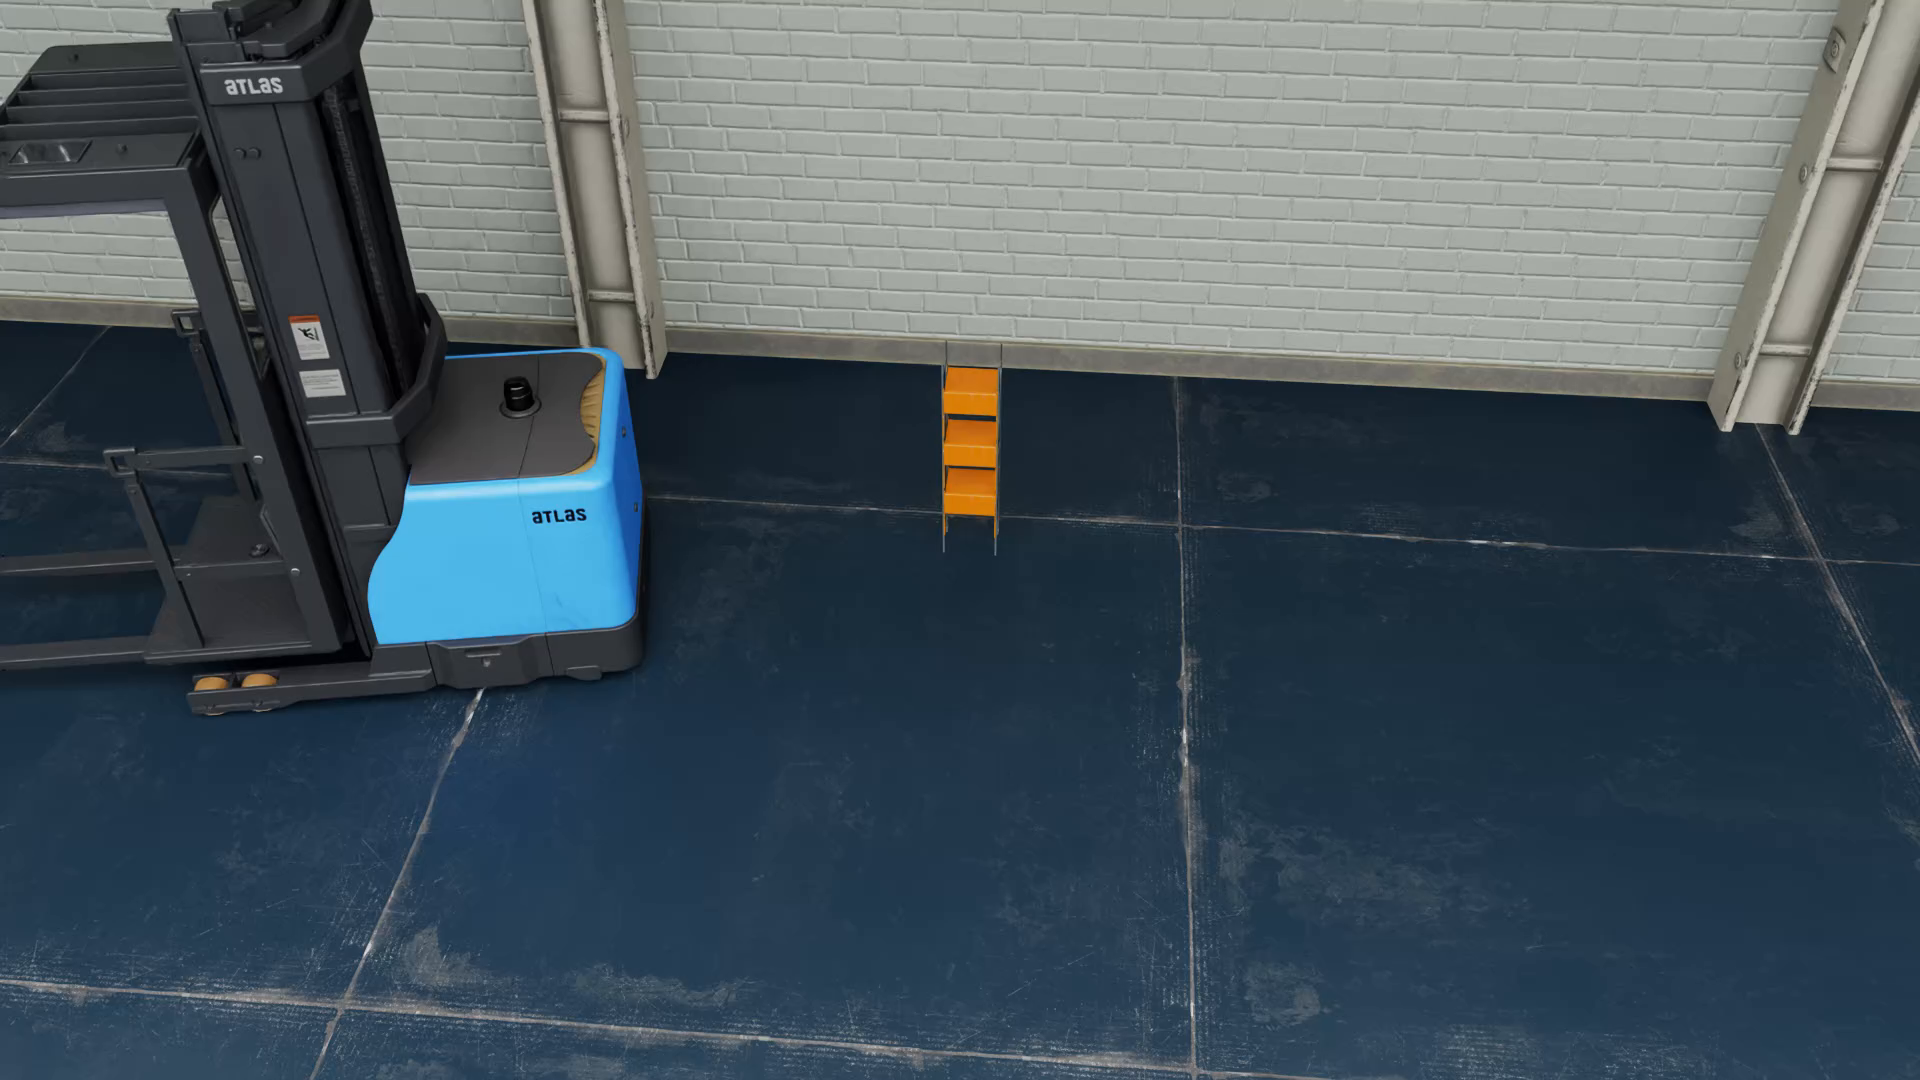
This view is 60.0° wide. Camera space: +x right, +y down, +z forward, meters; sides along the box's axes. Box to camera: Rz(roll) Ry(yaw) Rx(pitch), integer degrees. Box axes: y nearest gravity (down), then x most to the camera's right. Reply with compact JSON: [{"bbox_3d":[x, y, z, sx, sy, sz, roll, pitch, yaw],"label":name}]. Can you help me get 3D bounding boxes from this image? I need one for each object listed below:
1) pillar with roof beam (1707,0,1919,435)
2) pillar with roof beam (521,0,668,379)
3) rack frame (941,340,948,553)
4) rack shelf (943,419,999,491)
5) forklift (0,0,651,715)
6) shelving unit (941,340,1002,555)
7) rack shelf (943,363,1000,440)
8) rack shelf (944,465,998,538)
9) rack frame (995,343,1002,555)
[{"bbox_3d":[3.780,-1.434,2.553,0.400,9.000,9.100,3,39,4],"label":"pillar with roof beam"},{"bbox_3d":[-2.198,-1.761,2.955,0.400,9.000,9.100,3,39,4],"label":"pillar with roof beam"},{"bbox_3d":[-0.068,-0.411,7.594,0.008,1.050,0.200,3,39,4],"label":"rack frame"},{"bbox_3d":[0.053,-0.396,7.592,0.240,0.259,0.215,3,39,4],"label":"rack shelf"},{"bbox_3d":[-2.917,-0.751,6.521,3.031,2.935,1.130,-4,39,-5],"label":"forklift"},{"bbox_3d":[0.053,-0.404,7.585,0.252,1.050,0.215,3,39,4],"label":"shelving unit"},{"bbox_3d":[0.053,-0.616,7.413,0.240,0.259,0.215,3,39,4],"label":"rack shelf"},{"bbox_3d":[0.053,-0.180,7.768,0.240,0.259,0.215,3,39,4],"label":"rack shelf"},{"bbox_3d":[0.175,-0.398,7.577,0.008,1.050,0.200,3,39,4],"label":"rack frame"}]
